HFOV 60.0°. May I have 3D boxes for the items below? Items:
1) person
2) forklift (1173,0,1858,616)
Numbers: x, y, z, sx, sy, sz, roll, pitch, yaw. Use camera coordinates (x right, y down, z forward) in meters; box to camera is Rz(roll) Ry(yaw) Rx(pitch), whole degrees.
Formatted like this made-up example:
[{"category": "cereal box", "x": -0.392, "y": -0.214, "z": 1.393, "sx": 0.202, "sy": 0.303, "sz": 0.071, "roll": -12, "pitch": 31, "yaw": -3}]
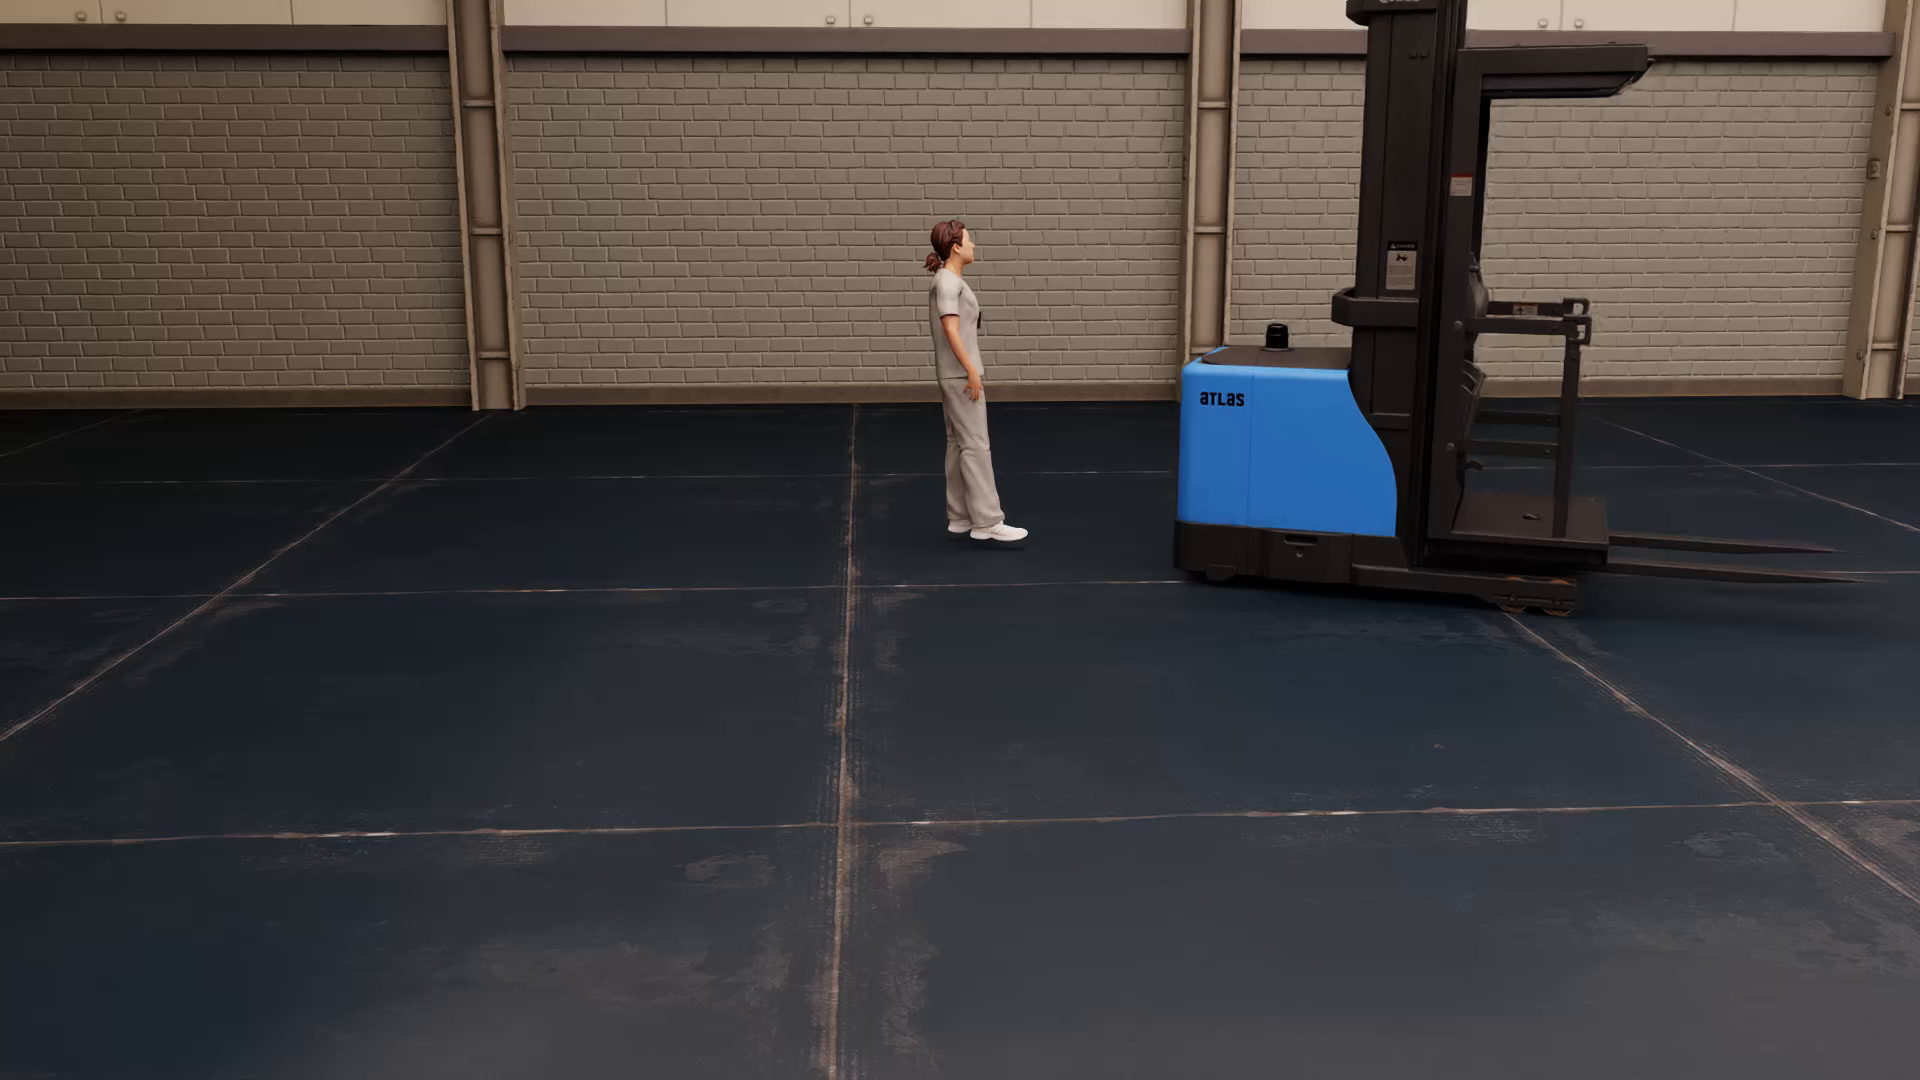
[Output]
[{"category": "person", "x": 0.074, "y": -0.857, "z": 8.901, "sx": 0.549, "sy": 1.665, "sz": 0.549, "roll": -1, "pitch": 13, "yaw": -3}, {"category": "forklift", "x": 2.626, "y": -1.214, "z": 7.822, "sx": 3.031, "sy": 2.935, "sz": 1.130, "roll": 4, "pitch": 13, "yaw": 19}]
